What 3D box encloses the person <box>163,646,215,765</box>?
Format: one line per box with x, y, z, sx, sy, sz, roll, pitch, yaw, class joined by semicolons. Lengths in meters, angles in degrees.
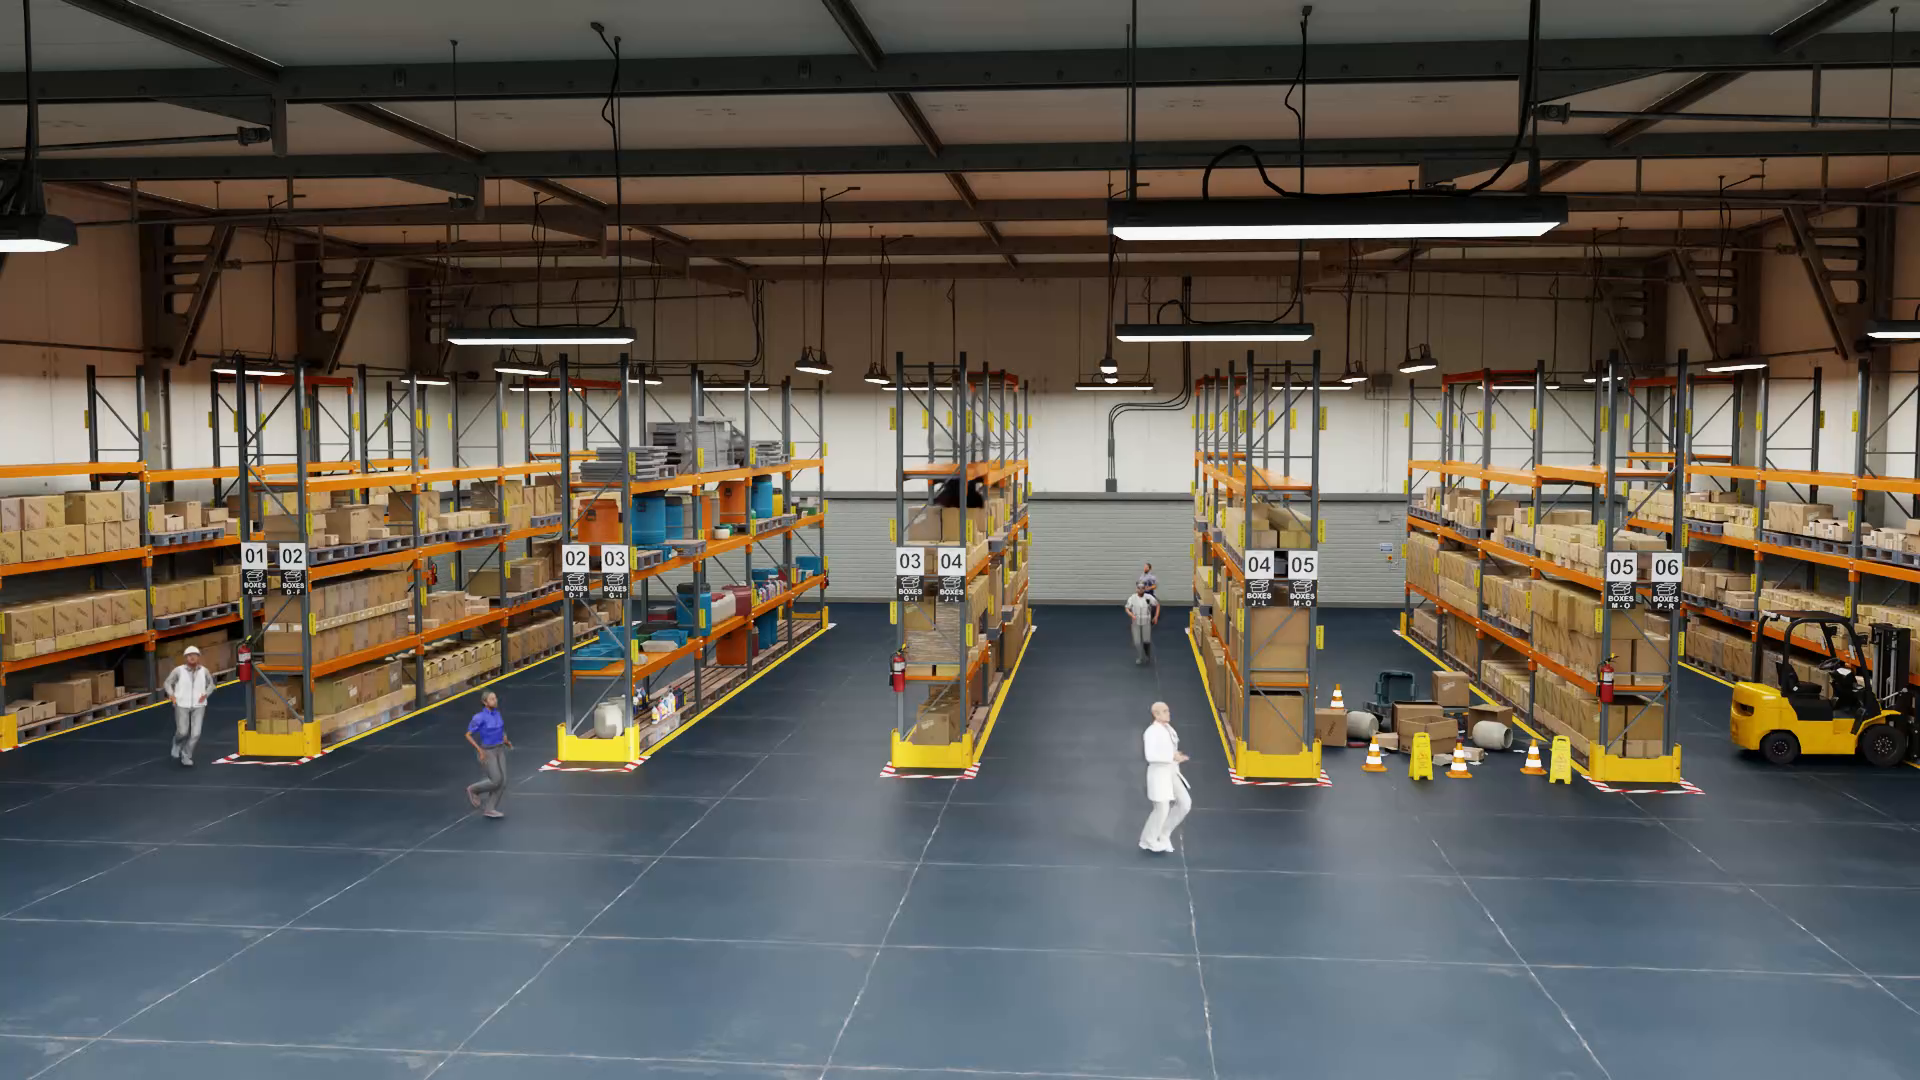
-11.254;2.416;24.335;0.688;1.728;0.534;-3;5;-34;person

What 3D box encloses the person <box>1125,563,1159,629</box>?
4.497;1.348;40.133;0.820;1.606;0.670;-3;5;-34;person

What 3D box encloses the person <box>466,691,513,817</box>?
-5.932;2.707;21.041;0.561;1.603;0.574;2;5;26;person

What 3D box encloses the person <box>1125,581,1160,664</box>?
3.736;1.698;34.112;0.706;1.735;0.608;1;4;8;person

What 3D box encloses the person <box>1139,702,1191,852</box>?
2.401;2.760;19.236;0.695;1.776;0.691;3;5;37;person
